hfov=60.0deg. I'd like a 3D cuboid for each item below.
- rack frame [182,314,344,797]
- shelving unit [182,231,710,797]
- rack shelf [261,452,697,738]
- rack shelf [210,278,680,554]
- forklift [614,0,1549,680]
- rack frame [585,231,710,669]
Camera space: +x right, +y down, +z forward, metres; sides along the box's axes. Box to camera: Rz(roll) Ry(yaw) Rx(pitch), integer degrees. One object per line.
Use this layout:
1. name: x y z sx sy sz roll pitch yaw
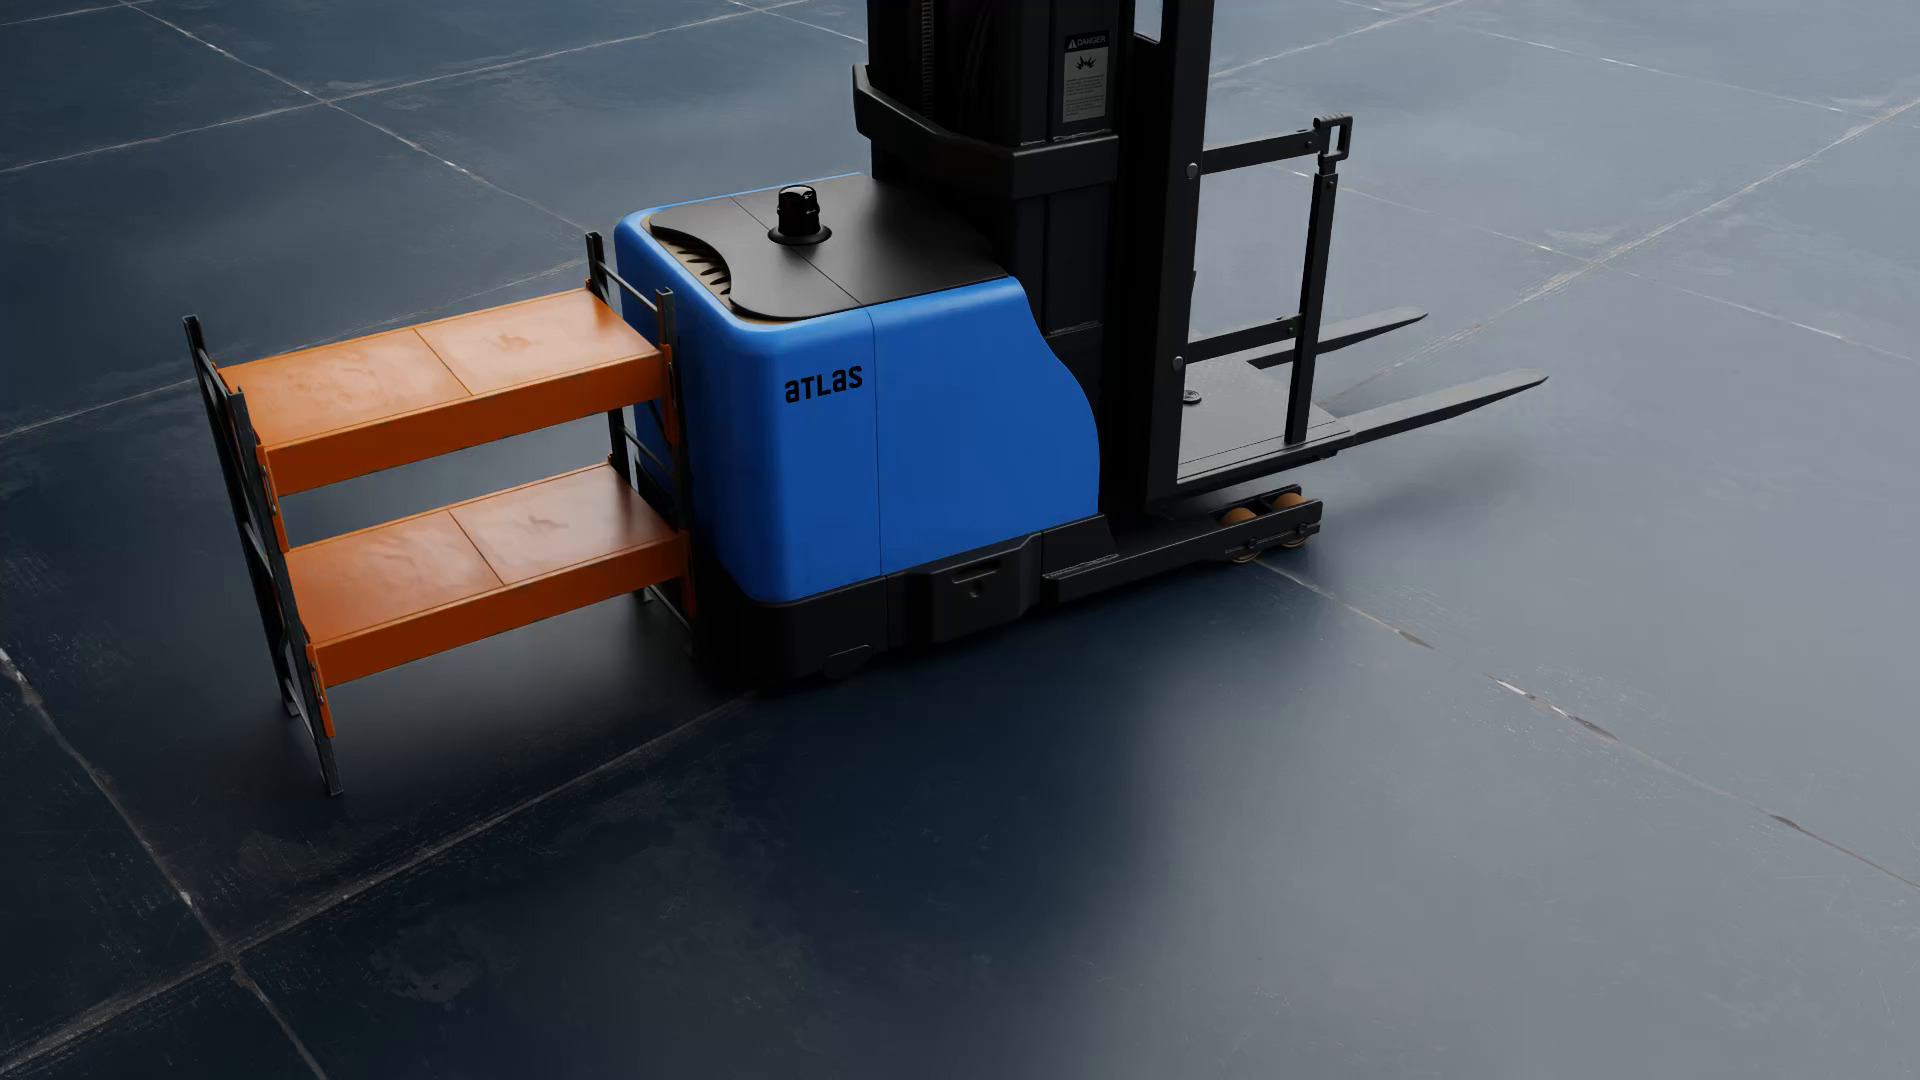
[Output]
1. rack frame: -1.707 0.054 4.084 0.032 1.125 0.500 -19 36 -28
2. shelving unit: -1.279 -0.090 4.319 1.048 1.125 0.538 -19 36 -28
3. rack shelf: -1.279 0.119 4.446 1.000 0.278 0.538 -19 36 -28
4. rack shelf: -1.279 -0.340 4.166 1.000 0.278 0.538 -19 36 -28
5. forklift: 0.550 -1.406 4.739 3.031 2.935 1.130 -16 35 -24
6. rack frame: -0.852 -0.234 4.554 0.032 1.125 0.500 -19 36 -28
